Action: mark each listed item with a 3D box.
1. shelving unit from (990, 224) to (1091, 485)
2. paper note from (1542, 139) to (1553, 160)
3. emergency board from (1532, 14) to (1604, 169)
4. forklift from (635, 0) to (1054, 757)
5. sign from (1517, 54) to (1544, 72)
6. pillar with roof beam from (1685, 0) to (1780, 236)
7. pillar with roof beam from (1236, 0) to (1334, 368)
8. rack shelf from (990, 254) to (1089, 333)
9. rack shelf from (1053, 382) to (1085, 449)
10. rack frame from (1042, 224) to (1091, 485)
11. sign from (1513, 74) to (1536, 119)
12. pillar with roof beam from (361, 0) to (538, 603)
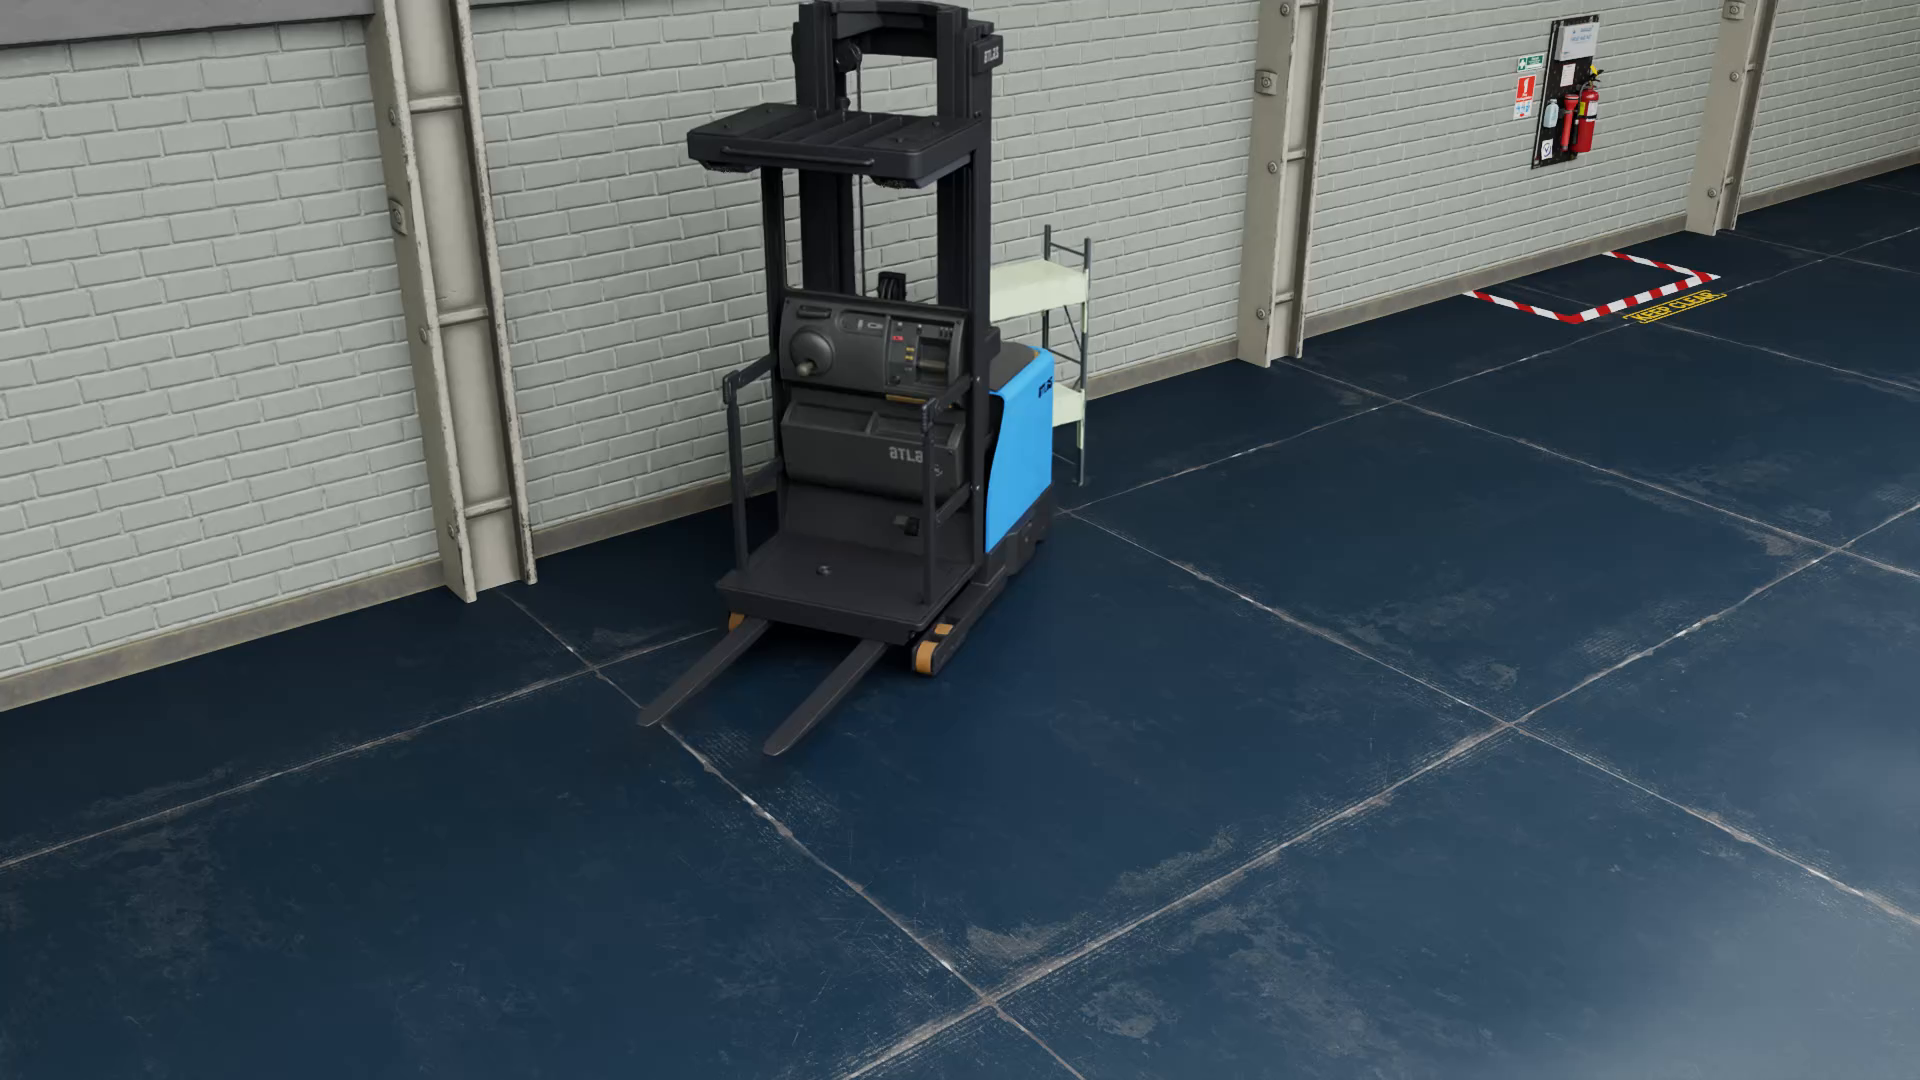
[{"bbox_3d":[0.315,-0.989,9.599,0.755,1.500,0.431,-17,30,-32],"label":"shelving unit"},{"bbox_3d":[4.818,-3.204,13.636,0.142,0.148,0.016,-18,31,-34],"label":"paper note"},{"bbox_3d":[5.000,-3.626,13.500,0.643,1.169,0.194,-18,31,-34],"label":"emergency board"},{"bbox_3d":[-0.501,-0.887,7.679,1.130,2.935,3.031,10,27,20],"label":"forklift"},{"bbox_3d":[4.510,-3.772,13.142,0.331,0.109,0.001,-18,31,-34],"label":"sign"},{"bbox_3d":[9.624,-5.551,10.520,0.400,9.000,9.100,-18,31,-34],"label":"pillar with roof beam"},{"bbox_3d":[4.903,-3.992,7.162,0.400,9.000,9.100,-18,31,-34],"label":"pillar with roof beam"},{"bbox_3d":[0.315,-1.343,9.435,0.720,0.370,0.431,-17,30,-32],"label":"rack shelf"},{"bbox_3d":[0.315,-0.693,9.736,0.720,0.370,0.431,-17,30,-32],"label":"rack shelf"},{"bbox_3d":[0.613,-1.078,9.791,0.023,1.500,0.400,-17,30,-32],"label":"rack frame"},{"bbox_3d":[4.501,-3.533,13.257,0.234,0.329,0.001,-18,31,-34],"label":"sign"},{"bbox_3d":[0.181,-2.433,3.804,0.400,9.000,9.100,-18,31,-34],"label":"pillar with roof beam"}]
